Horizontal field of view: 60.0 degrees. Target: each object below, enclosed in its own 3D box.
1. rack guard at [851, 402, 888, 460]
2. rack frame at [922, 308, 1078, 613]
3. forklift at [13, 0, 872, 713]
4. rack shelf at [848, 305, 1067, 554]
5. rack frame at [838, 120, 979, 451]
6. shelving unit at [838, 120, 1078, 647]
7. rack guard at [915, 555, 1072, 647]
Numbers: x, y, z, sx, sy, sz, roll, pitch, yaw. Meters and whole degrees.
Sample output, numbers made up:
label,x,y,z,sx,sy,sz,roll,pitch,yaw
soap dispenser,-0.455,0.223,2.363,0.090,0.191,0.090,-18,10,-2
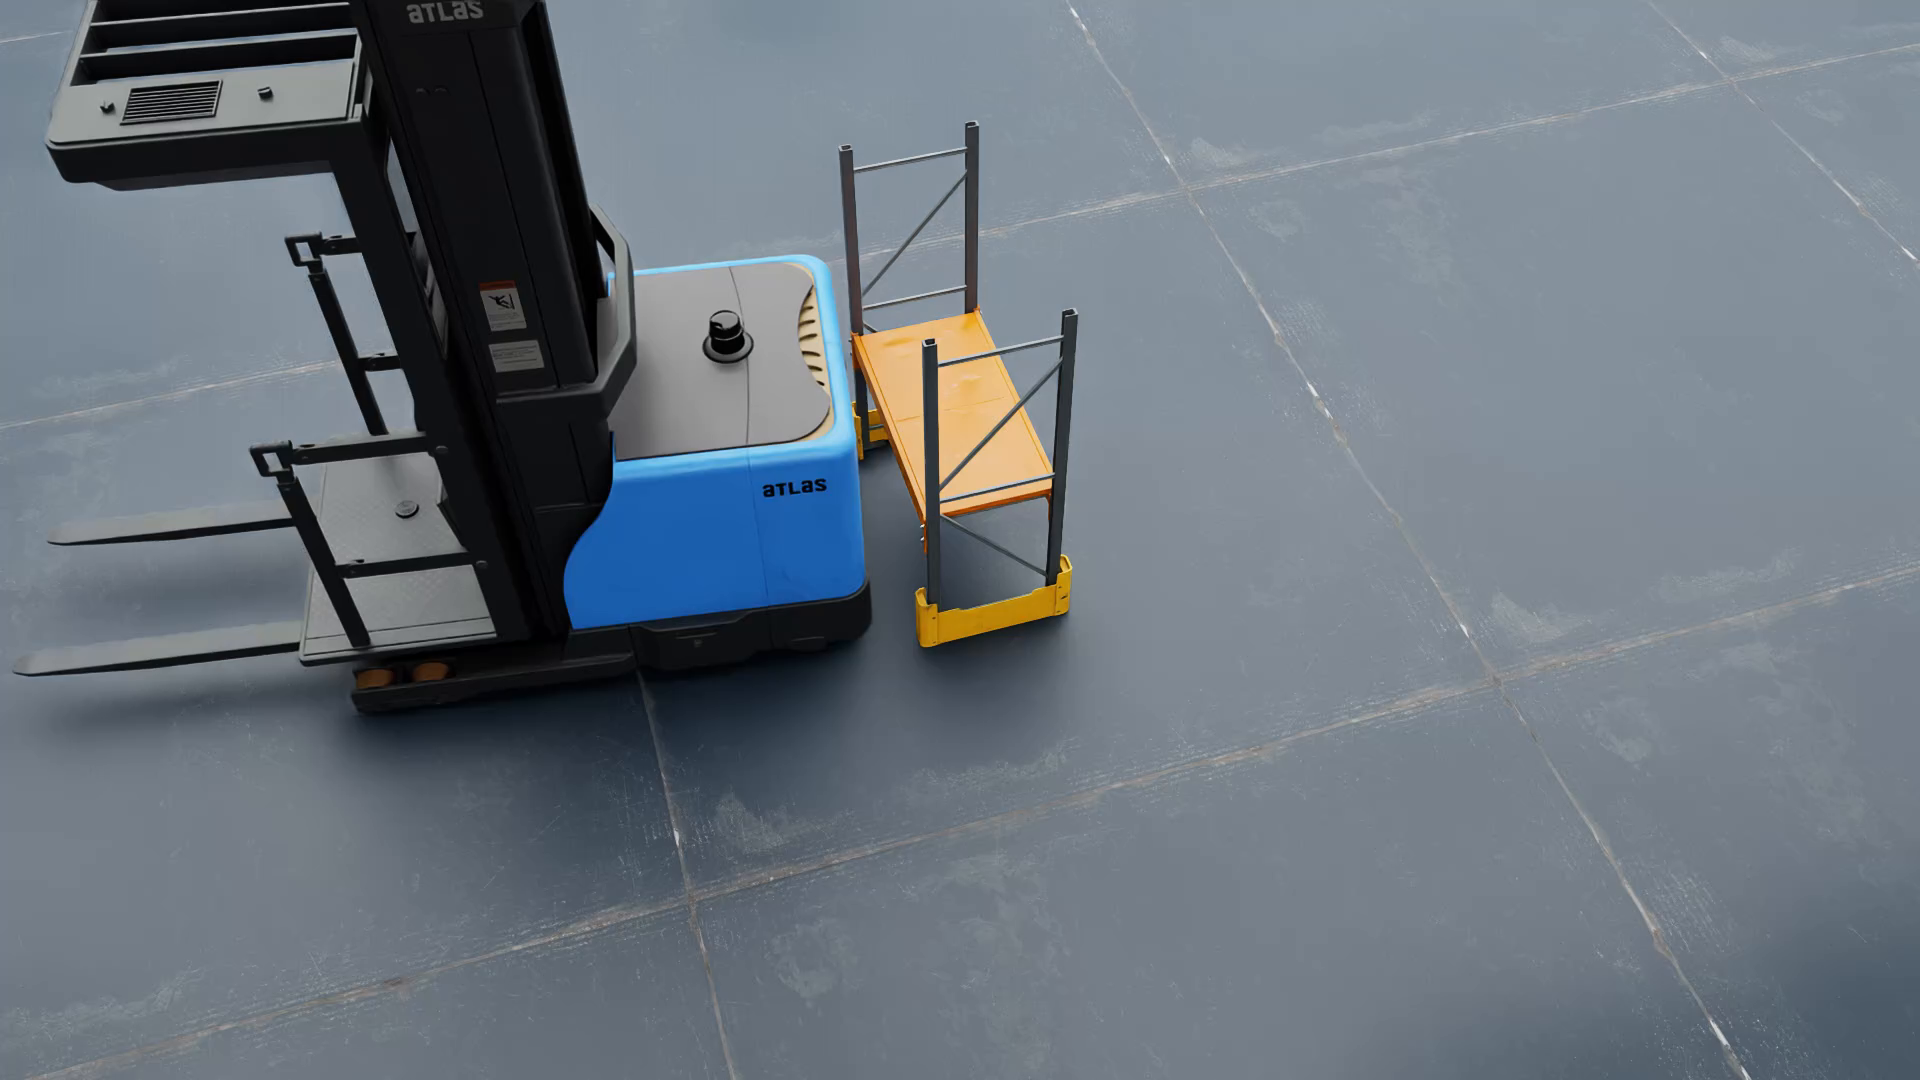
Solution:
label,x,y,z,sx,sy,sz,roll,pitch,yaw
rack guard,-0.170,-0.500,6.798,0.587,0.250,0.087,-13,51,-11
rack frame,0.125,-0.174,5.706,0.500,1.500,0.032,-13,51,-11
forklift,-1.891,-0.762,5.265,3.031,2.935,1.130,-7,50,-6
rack shelf,-0.025,-0.430,6.156,0.538,0.185,1.000,-13,51,-11
rack frame,-0.176,-0.917,6.332,0.500,1.500,0.032,-13,51,-11
shelving unit,-0.023,-0.539,6.013,0.587,1.500,1.083,-13,51,-11
rack guard,0.125,0.227,6.184,0.587,0.250,0.087,-13,51,-11
